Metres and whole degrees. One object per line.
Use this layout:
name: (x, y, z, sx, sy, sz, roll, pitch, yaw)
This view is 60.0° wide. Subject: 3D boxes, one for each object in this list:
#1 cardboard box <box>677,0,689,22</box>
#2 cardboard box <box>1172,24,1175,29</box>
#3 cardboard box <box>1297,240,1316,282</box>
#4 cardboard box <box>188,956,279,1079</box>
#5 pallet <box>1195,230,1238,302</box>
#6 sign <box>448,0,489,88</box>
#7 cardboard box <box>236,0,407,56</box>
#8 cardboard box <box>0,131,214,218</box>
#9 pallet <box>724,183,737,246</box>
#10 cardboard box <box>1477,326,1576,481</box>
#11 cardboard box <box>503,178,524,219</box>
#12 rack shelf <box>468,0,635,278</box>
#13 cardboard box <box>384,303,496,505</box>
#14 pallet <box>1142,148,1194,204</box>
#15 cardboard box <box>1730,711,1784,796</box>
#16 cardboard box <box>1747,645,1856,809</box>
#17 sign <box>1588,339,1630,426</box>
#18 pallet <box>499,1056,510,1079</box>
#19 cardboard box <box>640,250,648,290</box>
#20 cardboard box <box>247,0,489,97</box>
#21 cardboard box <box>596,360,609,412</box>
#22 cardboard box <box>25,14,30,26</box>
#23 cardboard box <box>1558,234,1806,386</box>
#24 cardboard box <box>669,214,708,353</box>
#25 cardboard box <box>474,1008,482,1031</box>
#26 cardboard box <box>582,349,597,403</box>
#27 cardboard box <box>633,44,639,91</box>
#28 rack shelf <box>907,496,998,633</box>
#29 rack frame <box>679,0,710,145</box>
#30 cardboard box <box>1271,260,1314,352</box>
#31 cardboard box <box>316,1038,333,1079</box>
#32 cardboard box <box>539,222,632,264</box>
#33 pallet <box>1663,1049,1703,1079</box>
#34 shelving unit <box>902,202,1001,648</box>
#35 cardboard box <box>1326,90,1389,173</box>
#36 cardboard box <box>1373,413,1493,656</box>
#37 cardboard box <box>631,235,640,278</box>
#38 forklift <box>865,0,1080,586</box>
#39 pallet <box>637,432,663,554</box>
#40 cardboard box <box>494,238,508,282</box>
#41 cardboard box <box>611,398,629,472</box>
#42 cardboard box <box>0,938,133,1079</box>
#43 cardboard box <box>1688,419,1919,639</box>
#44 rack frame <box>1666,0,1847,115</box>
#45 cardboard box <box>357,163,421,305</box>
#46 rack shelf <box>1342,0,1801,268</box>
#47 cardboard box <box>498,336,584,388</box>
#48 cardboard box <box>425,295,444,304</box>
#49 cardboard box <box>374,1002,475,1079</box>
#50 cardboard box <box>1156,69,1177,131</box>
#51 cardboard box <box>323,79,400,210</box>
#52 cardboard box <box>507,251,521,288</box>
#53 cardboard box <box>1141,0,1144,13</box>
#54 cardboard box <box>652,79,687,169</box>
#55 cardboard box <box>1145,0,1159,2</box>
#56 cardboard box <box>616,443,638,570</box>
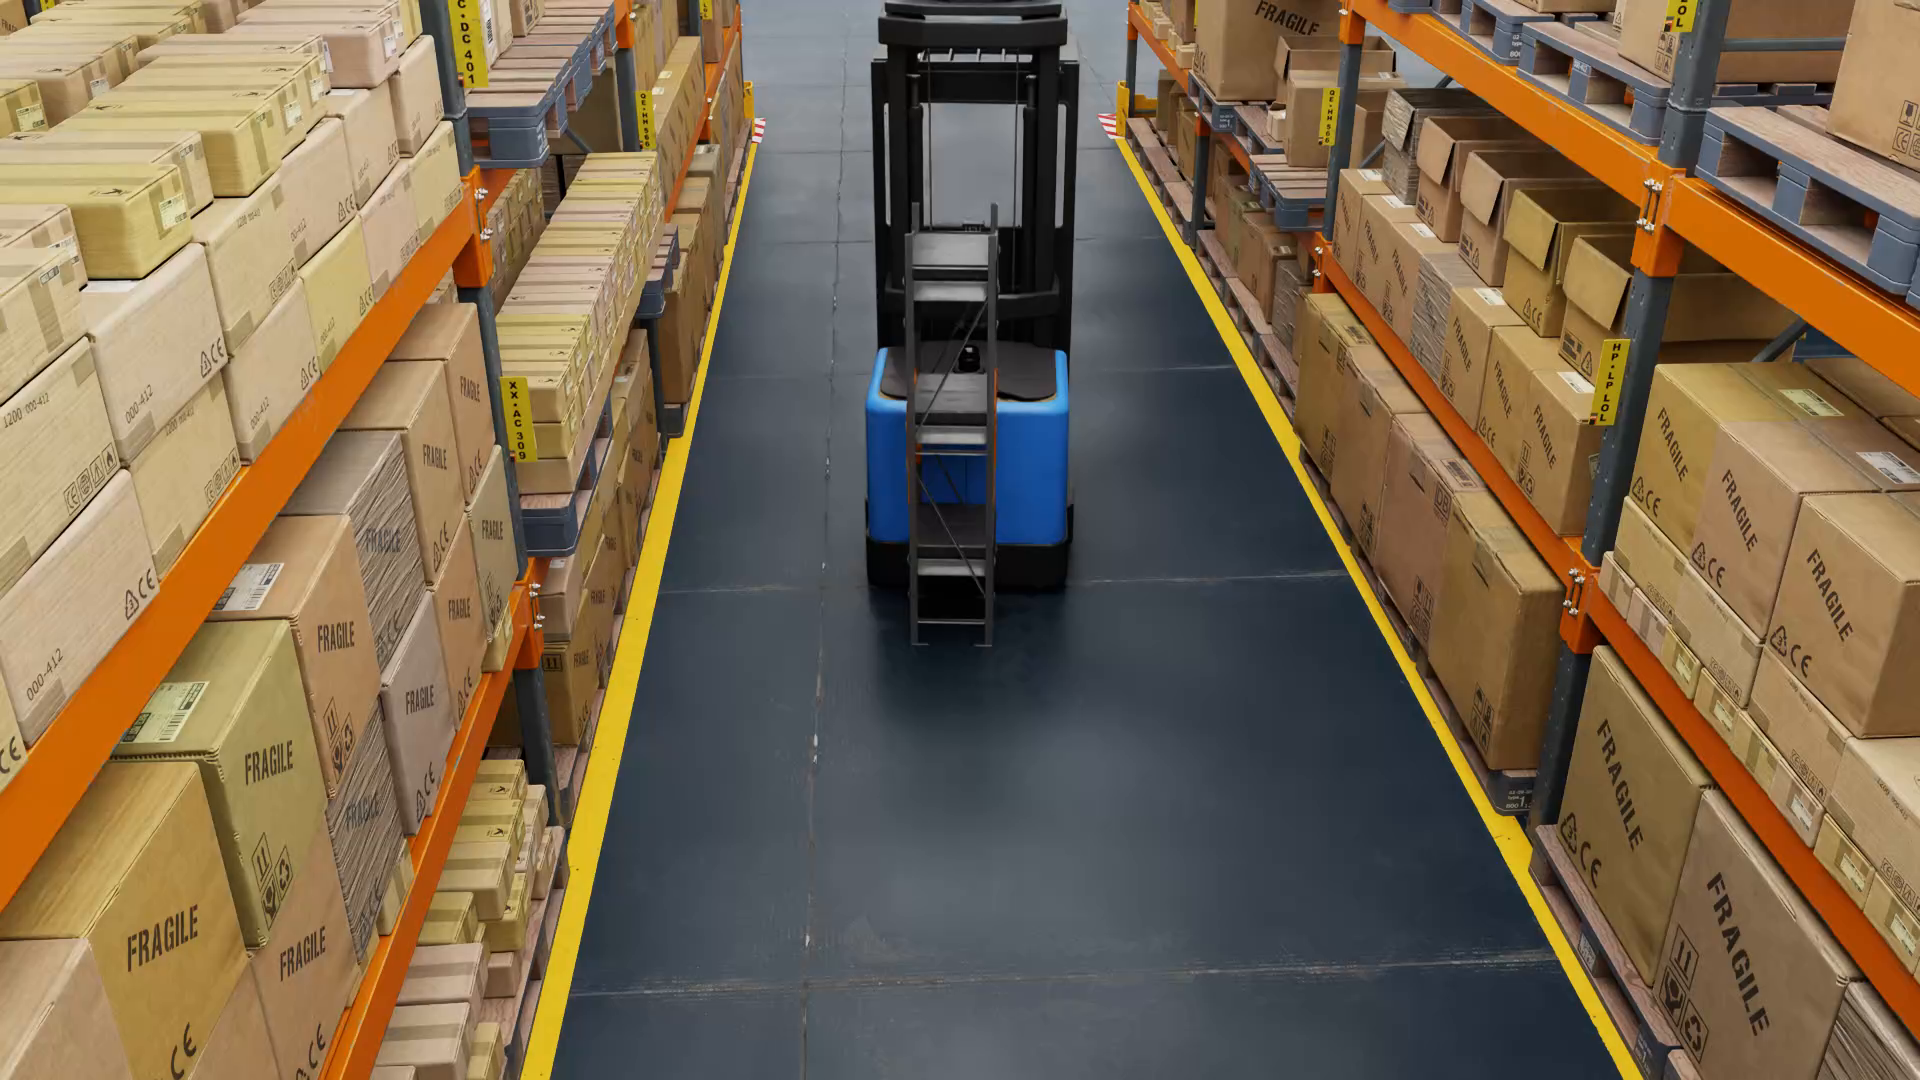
cardboard box: (-2.509, -4.435, 13.181, 0.875, 0.550, 0.550, -1, 28, -3)
cardboard box: (2.129, -4.583, 15.066, 0.380, 0.149, 0.250, -1, 28, -3)
cardboard box: (2.540, -1.917, 11.099, 0.500, 0.250, 0.500, 2, 28, 3)
cardboard box: (-1.699, 1.186, 3.303, 0.500, 0.500, 0.500, -1, 28, -3)
pallet: (2.476, -2.196, 13.232, 1.003, 0.211, 1.213, -1, 28, -3)
sign: (-1.565, -1.600, 5.272, 0.100, 0.325, 0.005, -1, 28, -3)
cardboard box: (-1.793, -1.427, 4.688, 0.380, 0.149, 0.250, -1, 28, -1)
cardboard box: (-1.739, -0.712, 3.319, 0.380, 0.149, 0.250, 0, 28, -1)
pallet: (-2.486, -2.836, 14.459, 1.003, 0.211, 1.213, -1, 28, -3)
cardboard box: (2.536, -0.580, 7.010, 0.500, 0.500, 0.500, -1, 28, -1)
cardboard box: (-2.460, -1.755, 8.545, 0.380, 0.149, 0.250, -2, 28, -3)
rack shelf: (-2.211, -1.959, 7.297, 1.077, 0.370, 4.000, -1, 28, -3)
cardboard box: (-1.812, -0.433, 5.326, 0.500, 0.500, 0.500, -2, 28, -4)
pallet: (2.297, -3.430, 15.598, 1.003, 0.211, 1.213, -1, 28, -3)
cardboard box: (2.592, 0.641, 5.049, 0.380, 0.149, 0.250, -2, 28, -3)
cardboard box: (2.668, 0.529, 4.832, 0.500, 0.250, 0.500, -1, 28, -1)
sign: (2.310, -0.558, 5.910, 0.100, 0.325, 0.005, -1, 28, -3)
pallet: (-1.970, 2.086, 5.022, 1.003, 0.211, 1.213, -1, 28, -3)
cardboard box: (-1.796, -1.381, 8.472, 0.380, 0.149, 0.250, -2, 28, -3)
cardboard box: (-2.017, -1.763, 5.580, 0.700, 0.500, 0.500, -1, 28, -3)
cardboard box: (-1.709, -0.652, 7.073, 0.380, 0.149, 0.250, -1, 28, -2)
cardboard box: (-7.207, -3.939, 13.129, 0.500, 0.500, 0.500, -1, 28, -3)
cardboard box: (2.810, -0.881, 6.503, 0.797, 0.503, 0.637, -2, 28, -4)
cardboard box: (-2.307, -1.747, 11.335, 1.050, 0.750, 0.750, -1, 28, -2)
cardboard box: (-1.767, 1.543, 5.356, 0.380, 0.149, 0.250, -1, 28, -1)
cardboard box: (-1.697, -0.663, 6.773, 0.380, 0.149, 0.250, -1, 28, -1)
cardboard box: (-2.357, -2.800, 10.186, 0.700, 0.500, 0.500, -2, 28, -3)
rack shelf: (-0.033, 0.117, 8.298, 0.431, 0.518, 0.480, 1, 28, 2)
rack frame: (-2.524, -3.719, 13.137, 1.000, 3.000, 0.127, -1, 28, -3)
cardboard box: (2.546, -1.596, 11.294, 0.700, 0.500, 0.500, -4, 28, -7)
cardboard box: (-1.727, 1.178, 4.020, 0.380, 0.149, 0.250, -2, 28, -4)
cardboard box: (-1.767, -1.398, 7.861, 0.380, 0.149, 0.250, 0, 28, 0)
pallet: (2.880, 2.057, 5.079, 1.003, 0.211, 1.213, -1, 28, -3)
shelving unit: (-0.033, -0.516, 7.968, 0.431, 2.100, 0.503, 1, 28, 2)
cardboard box: (2.575, -2.424, 10.091, 0.500, 0.500, 0.500, -5, 28, -9)
cardboard box: (2.751, -0.049, 7.945, 1.225, 0.875, 0.875, -2, 28, -4)
cardboard box: (-1.780, -1.386, 8.160, 0.380, 0.149, 0.250, -2, 28, -3)
forklift: (0.088, -1.703, 9.346, 1.130, 2.935, 3.031, 1, 28, 2)
pallet: (-2.276, -0.274, 9.548, 1.003, 0.211, 1.213, -1, 28, -3)
cardboard box: (-2.432, -1.370, 8.130, 0.380, 0.149, 0.250, -1, 28, -3)
cardboard box: (-1.970, -0.505, 8.412, 0.500, 0.250, 0.500, -1, 28, -1)
cardboard box: (-1.656, 0.989, 2.598, 0.500, 0.500, 0.500, -2, 28, -3)
cardboard box: (2.639, -0.040, 5.114, 0.500, 0.500, 0.500, -1, 28, -3)
rack frame: (2.852, -2.758, 4.806, 1.000, 3.000, 0.127, -1, 28, -3)
cardboard box: (-1.797, -0.837, 4.530, 0.500, 0.250, 0.500, -1, 28, -3)
rack shelf: (2.747, -2.032, 7.437, 1.077, 0.370, 4.000, -1, 28, -3)
cardboard box: (-1.689, -0.685, 6.493, 0.380, 0.149, 0.250, -1, 28, -1)
cardboard box: (-2.363, -0.908, 6.922, 0.380, 0.149, 0.250, -1, 28, -3)
cardboard box: (-1.687, 1.548, 5.023, 0.380, 0.149, 0.250, -2, 28, -4)
cardboard box: (2.241, -4.428, 16.746, 0.500, 0.500, 0.500, 4, 28, 7)
cardboard box: (-1.813, -1.062, 4.420, 0.500, 0.250, 0.500, -2, 28, -5)
cardboard box: (-2.450, -1.362, 8.435, 0.380, 0.149, 0.250, 0, 28, 0)
cardboard box: (1.996, -5.275, 16.391, 0.380, 0.149, 0.250, -1, 28, -3)
cardboard box: (-2.148, -2.828, 11.320, 0.500, 0.500, 0.500, -2, 28, -3)
cardboard box: (2.227, -5.561, 16.239, 0.875, 0.500, 0.500, -1, 28, -3)
cardboard box: (-1.953, -0.168, 8.578, 0.500, 0.500, 0.500, -3, 28, -5)
